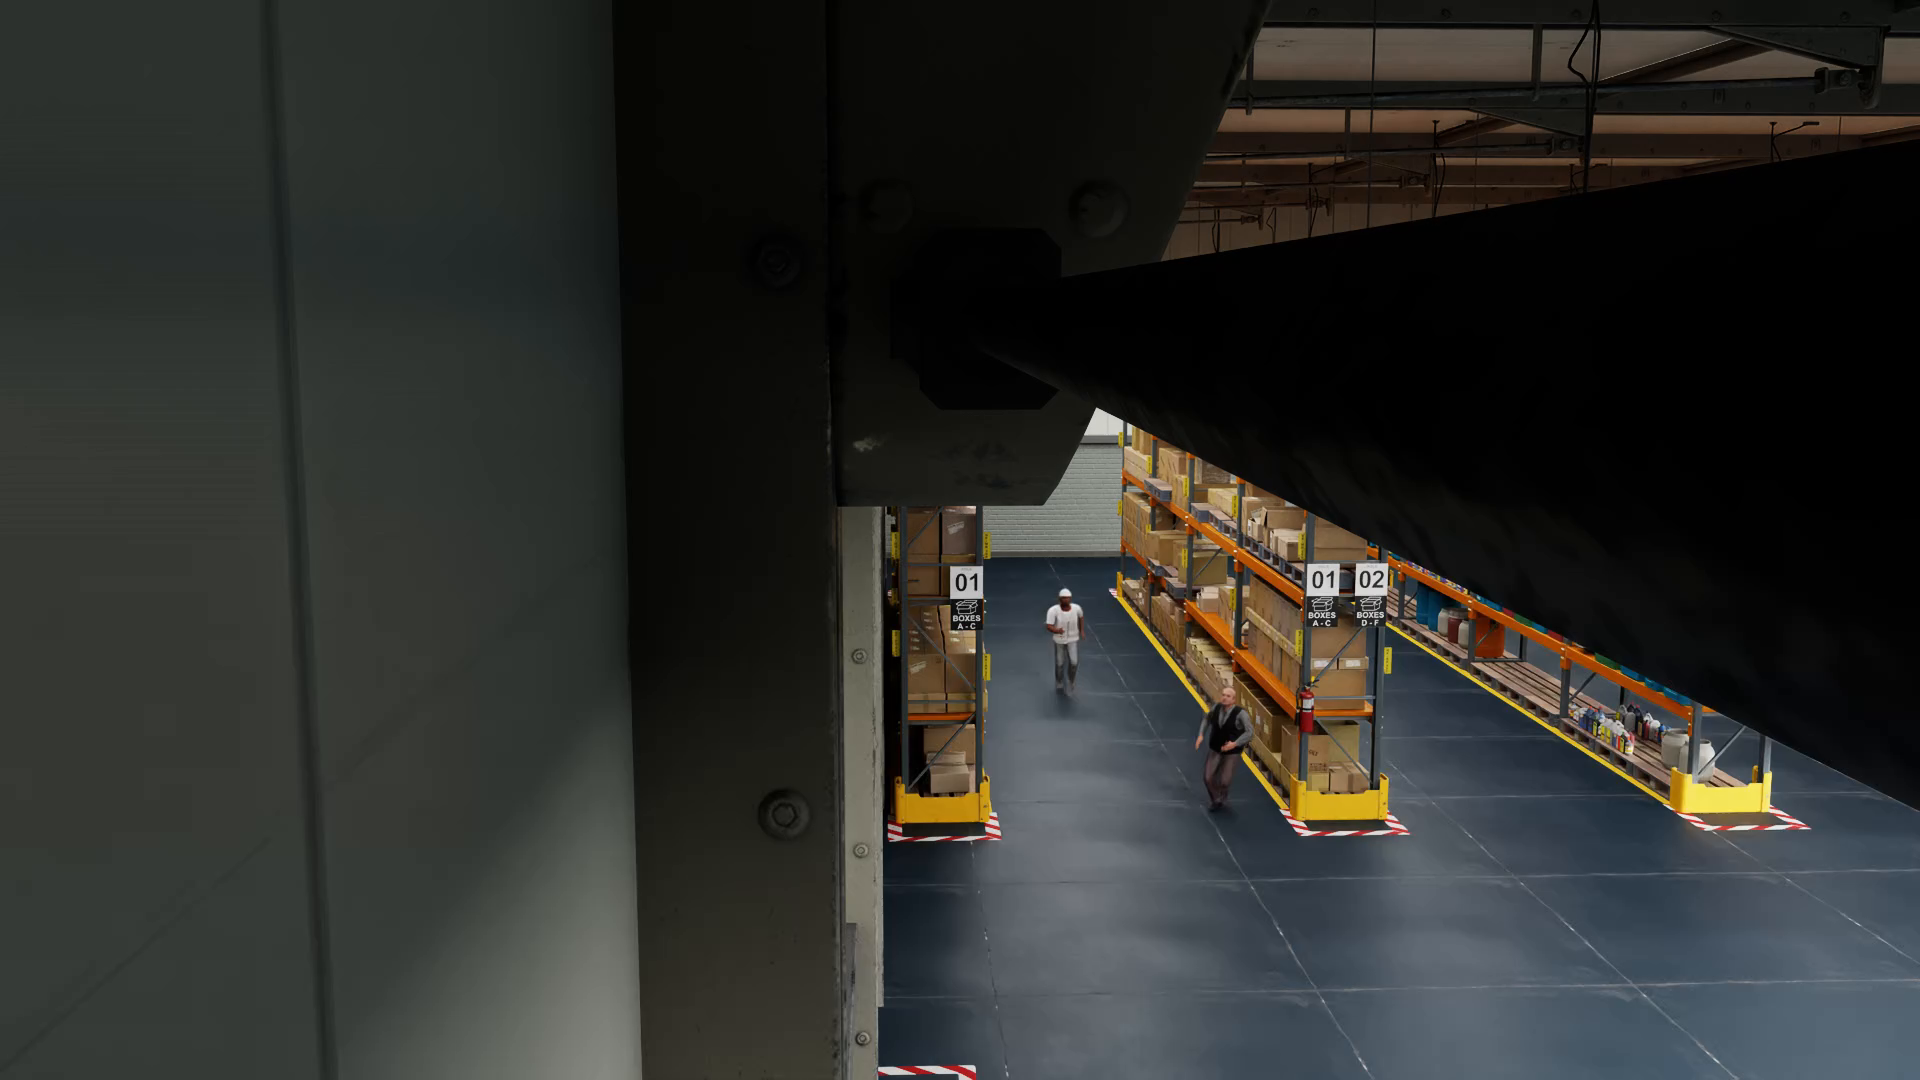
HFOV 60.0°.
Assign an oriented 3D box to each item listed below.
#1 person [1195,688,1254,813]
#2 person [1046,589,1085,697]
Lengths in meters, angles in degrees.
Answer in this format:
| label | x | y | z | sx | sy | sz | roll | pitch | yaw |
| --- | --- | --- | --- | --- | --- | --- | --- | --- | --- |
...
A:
| label | x | y | z | sx | sy | sz | roll | pitch | yaw |
| --- | --- | --- | --- | --- | --- | --- | --- | --- | --- |
| person | 3.327 | 2.634 | 20.825 | 0.720 | 1.631 | 0.509 | 4 | 9 | 24 |
| person | 1.724 | 1.670 | 27.058 | 0.673 | 1.785 | 0.805 | -1 | 8 | -5 |
